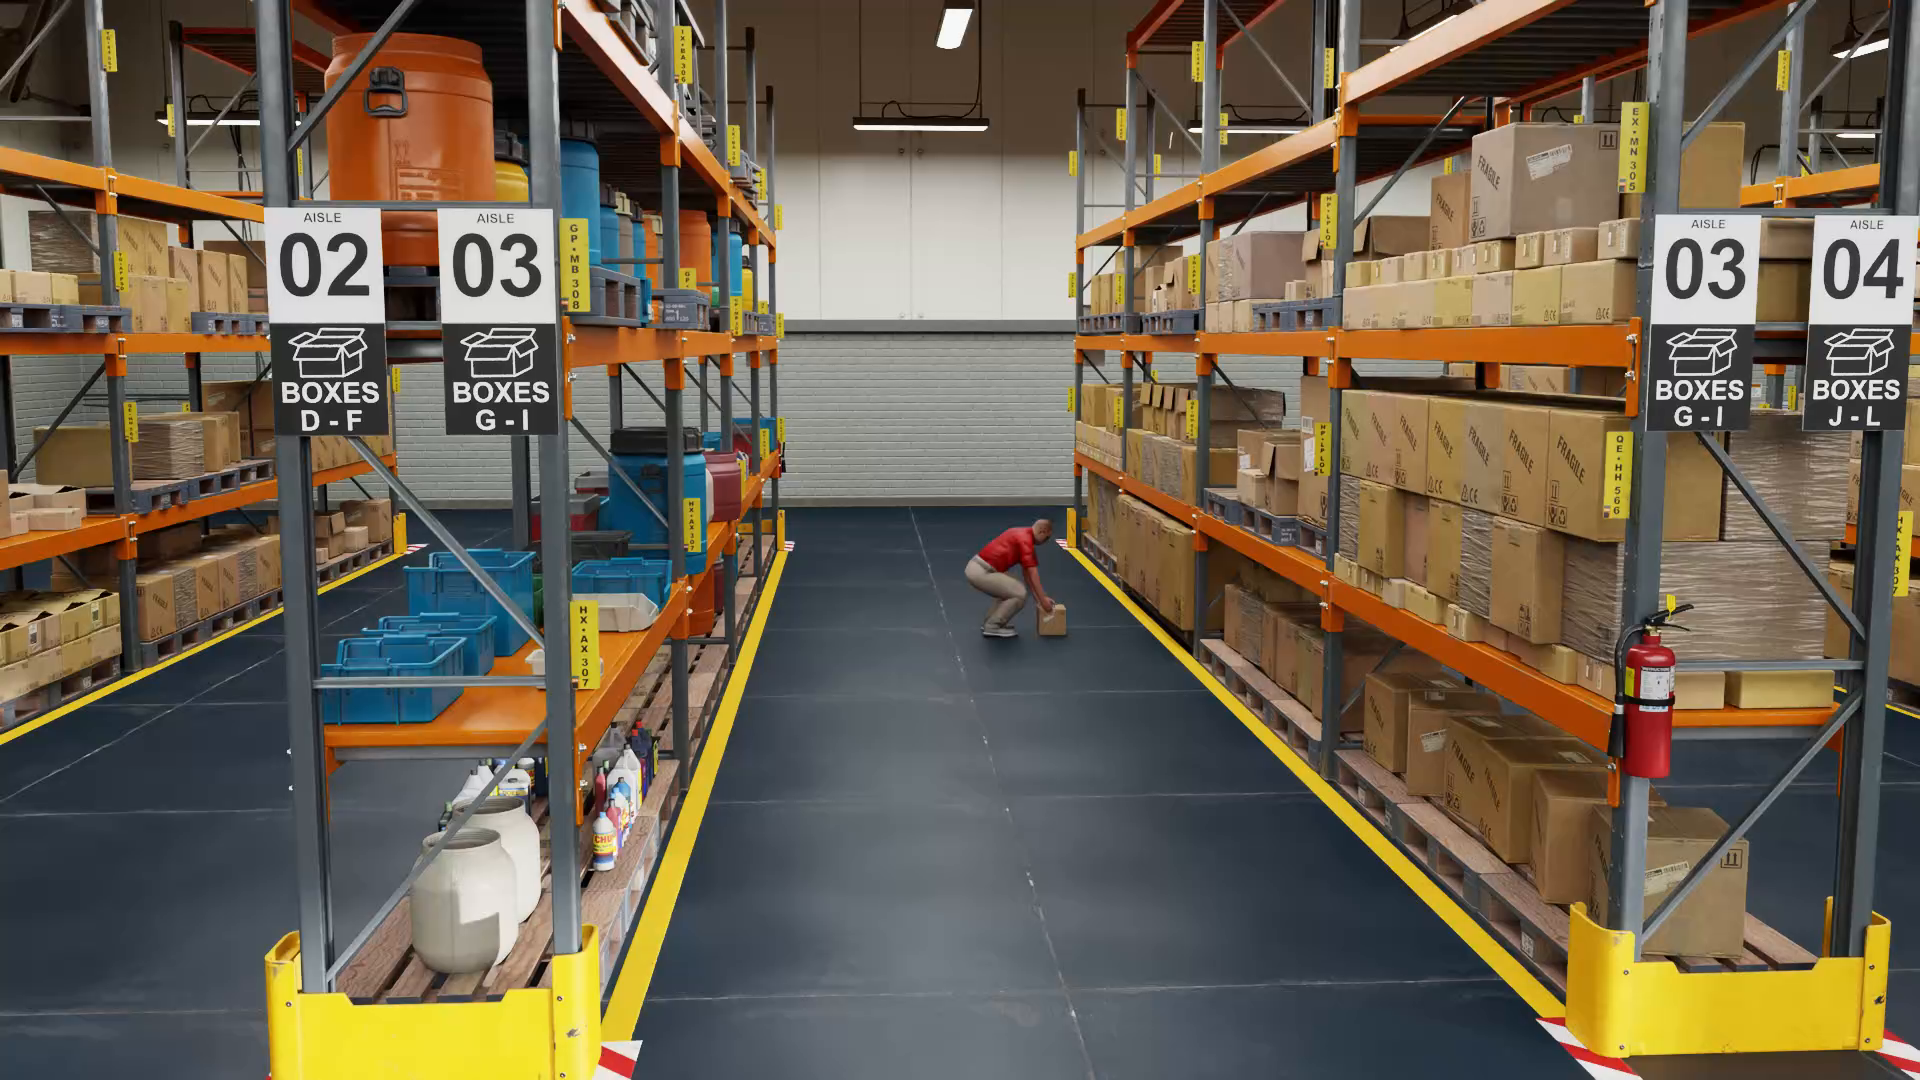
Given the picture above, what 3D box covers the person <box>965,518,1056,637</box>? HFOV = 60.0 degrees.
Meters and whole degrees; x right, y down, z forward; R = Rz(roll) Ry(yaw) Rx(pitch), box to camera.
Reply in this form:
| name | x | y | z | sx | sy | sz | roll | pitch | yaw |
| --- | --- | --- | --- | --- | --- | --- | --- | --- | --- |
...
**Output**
| name | x | y | z | sx | sy | sz | roll | pitch | yaw |
| --- | --- | --- | --- | --- | --- | --- | --- | --- | --- |
| person | 0.465 | 0.343 | 15.669 | 0.839 | 1.086 | 0.576 | 0 | 7 | -4 |
